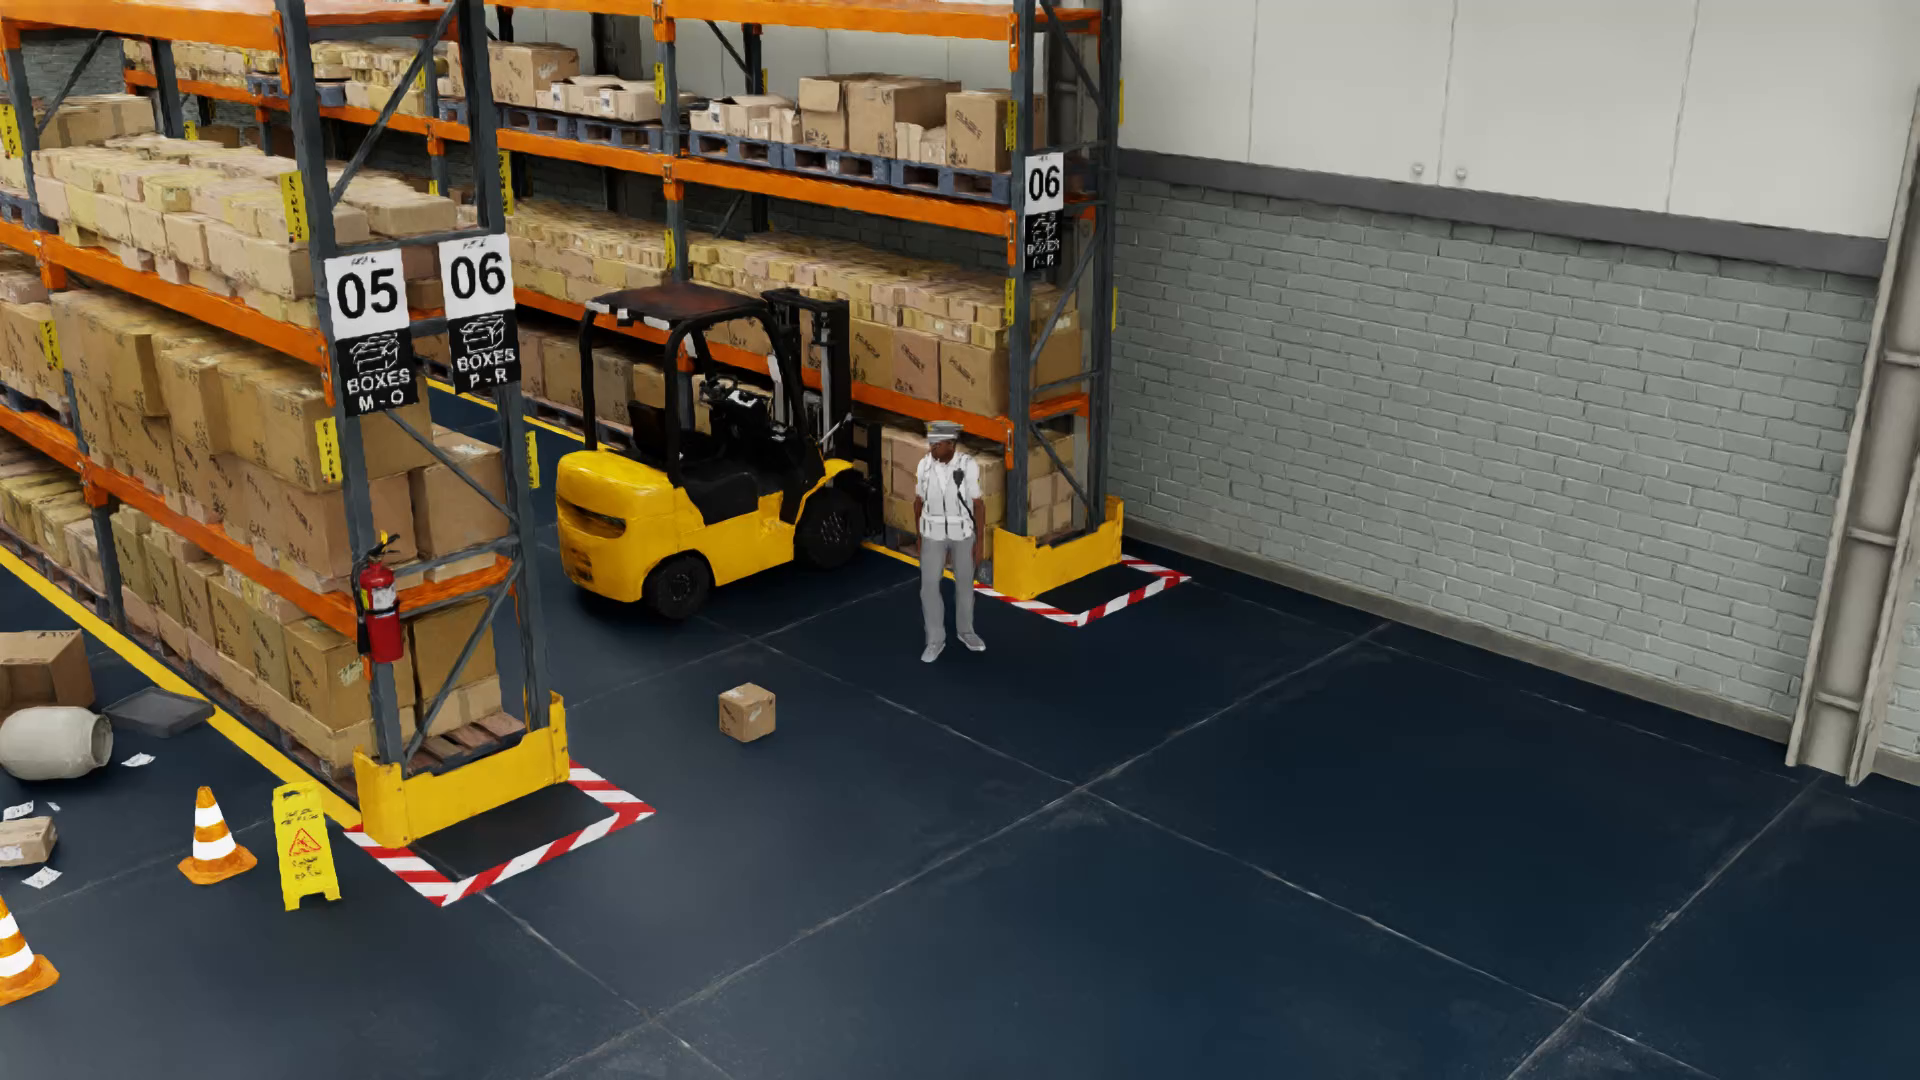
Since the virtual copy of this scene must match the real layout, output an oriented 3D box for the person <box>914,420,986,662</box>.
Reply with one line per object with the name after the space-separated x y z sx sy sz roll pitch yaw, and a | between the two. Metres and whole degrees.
-0.066 0.006 11.126 0.484 1.728 0.442 2 21 5 | person
